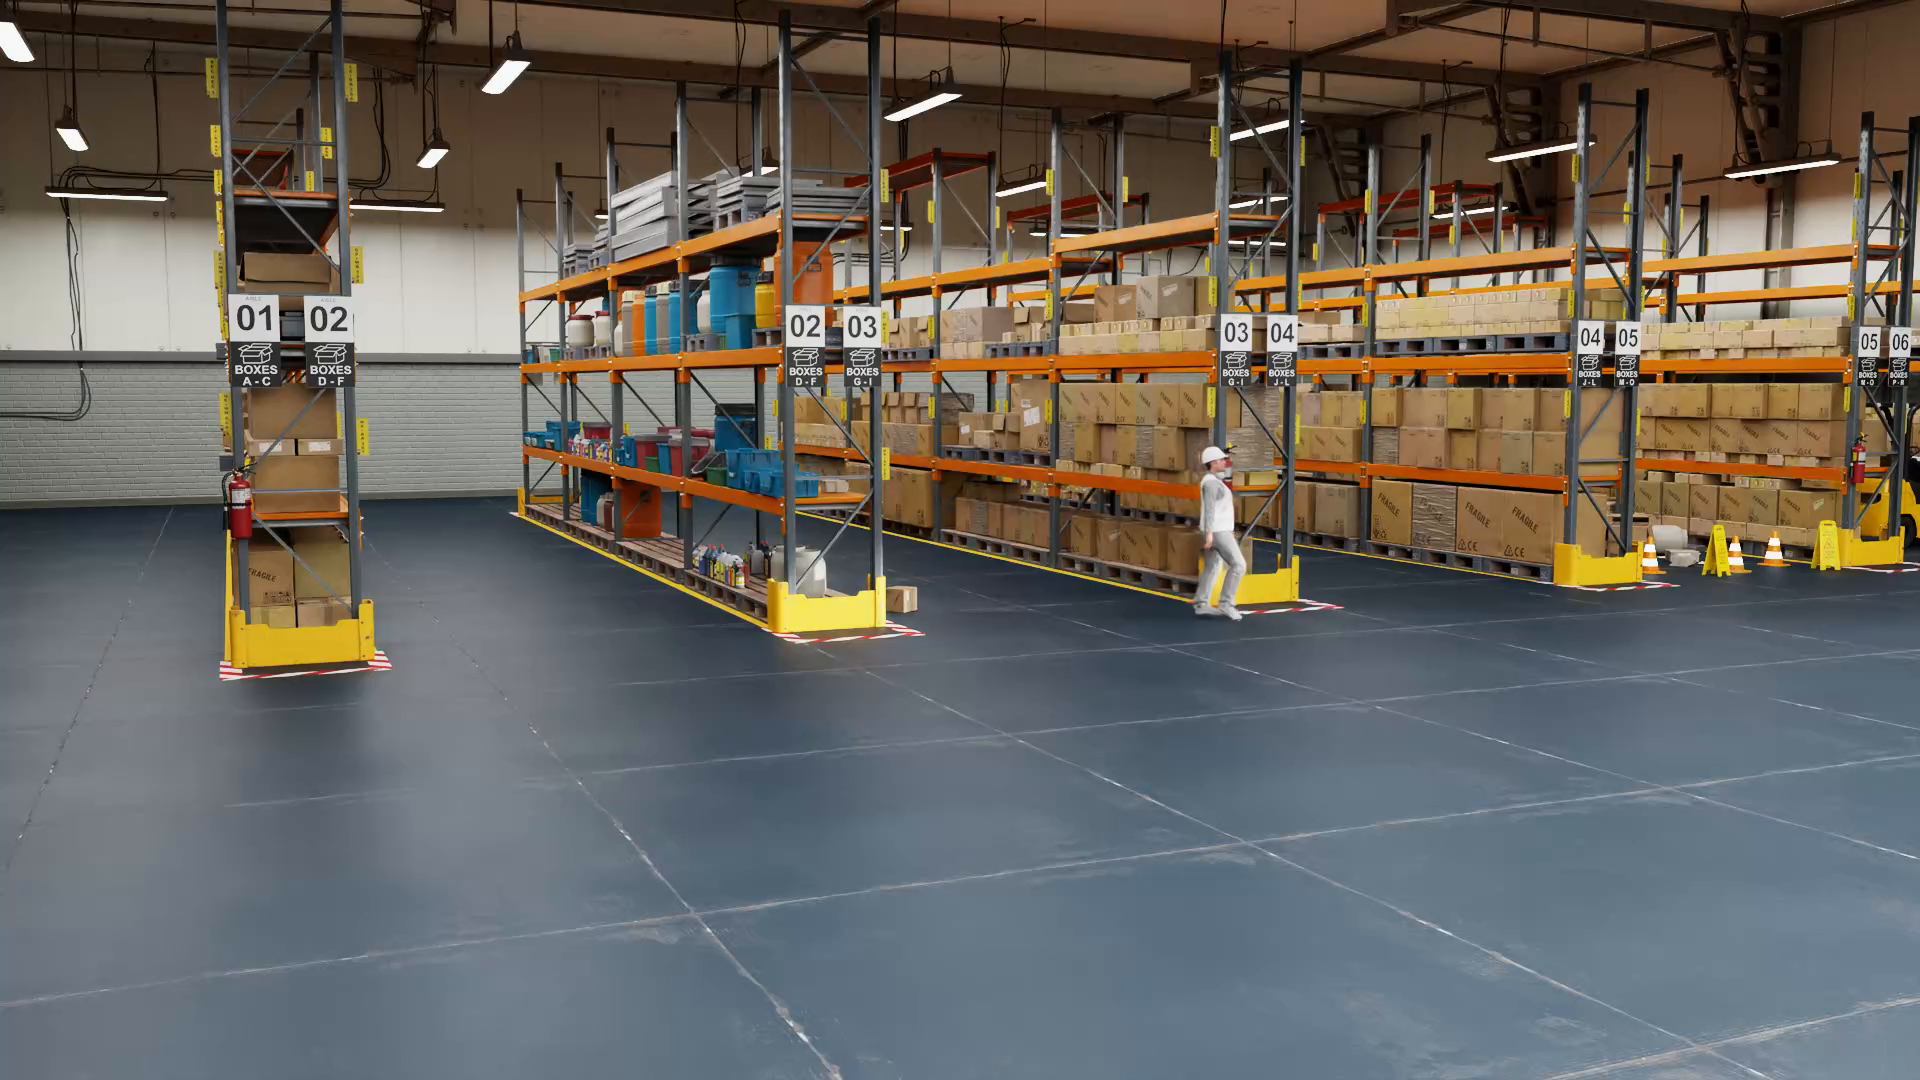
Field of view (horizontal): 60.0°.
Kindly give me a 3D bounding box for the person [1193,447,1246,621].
[{"bbox_3d":[2.704,-0.070,17.334,0.529,1.808,0.542,0,5,2],"label":"person"}]
